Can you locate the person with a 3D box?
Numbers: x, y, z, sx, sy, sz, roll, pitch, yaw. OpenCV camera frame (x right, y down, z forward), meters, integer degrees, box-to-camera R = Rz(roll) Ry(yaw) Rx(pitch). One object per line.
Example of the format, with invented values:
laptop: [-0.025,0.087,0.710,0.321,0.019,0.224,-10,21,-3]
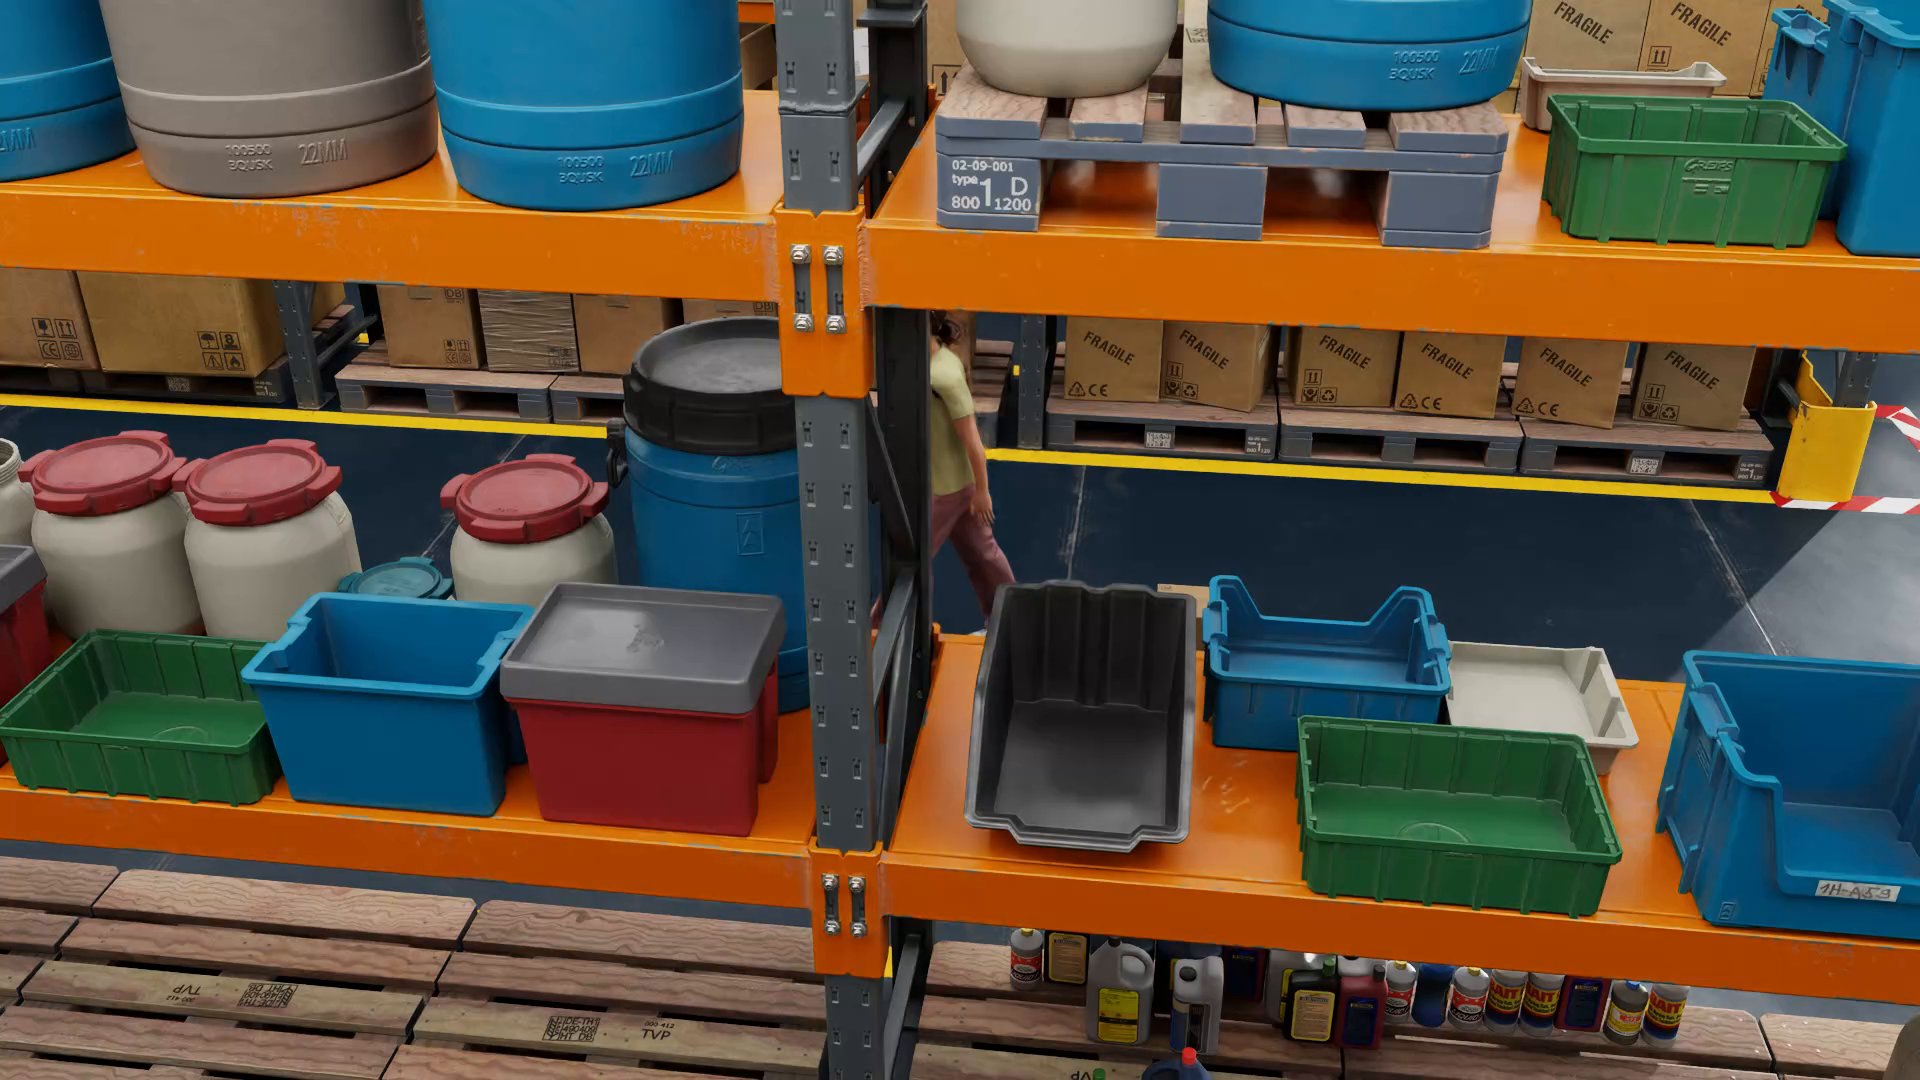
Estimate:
person: [-0.126,-0.240,6.571,0.872,1.640,0.470,-4,29,-8]
